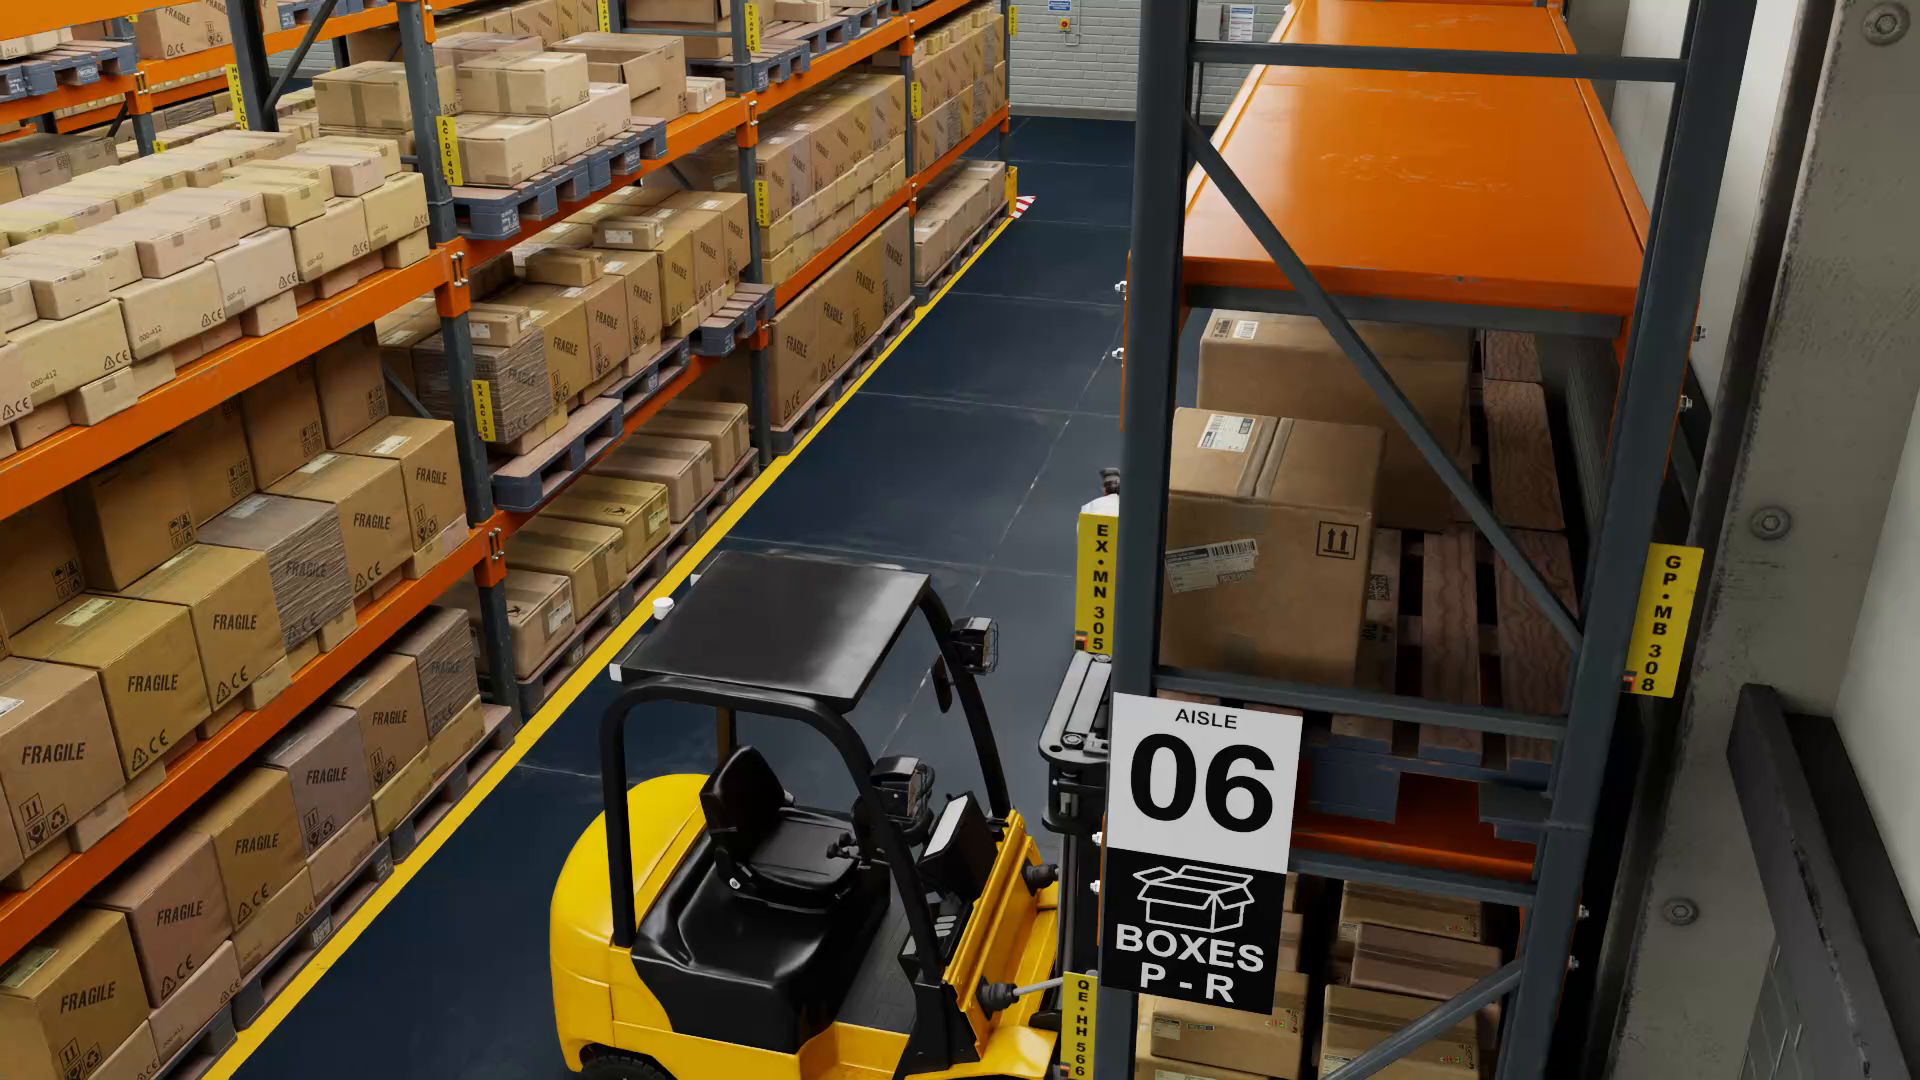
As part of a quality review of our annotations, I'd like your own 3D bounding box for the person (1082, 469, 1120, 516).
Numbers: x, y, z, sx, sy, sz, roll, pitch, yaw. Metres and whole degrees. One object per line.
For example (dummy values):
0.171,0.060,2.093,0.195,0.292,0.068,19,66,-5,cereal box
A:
0.955,0.107,10.281,0.457,0.978,0.860,6,26,12,person
